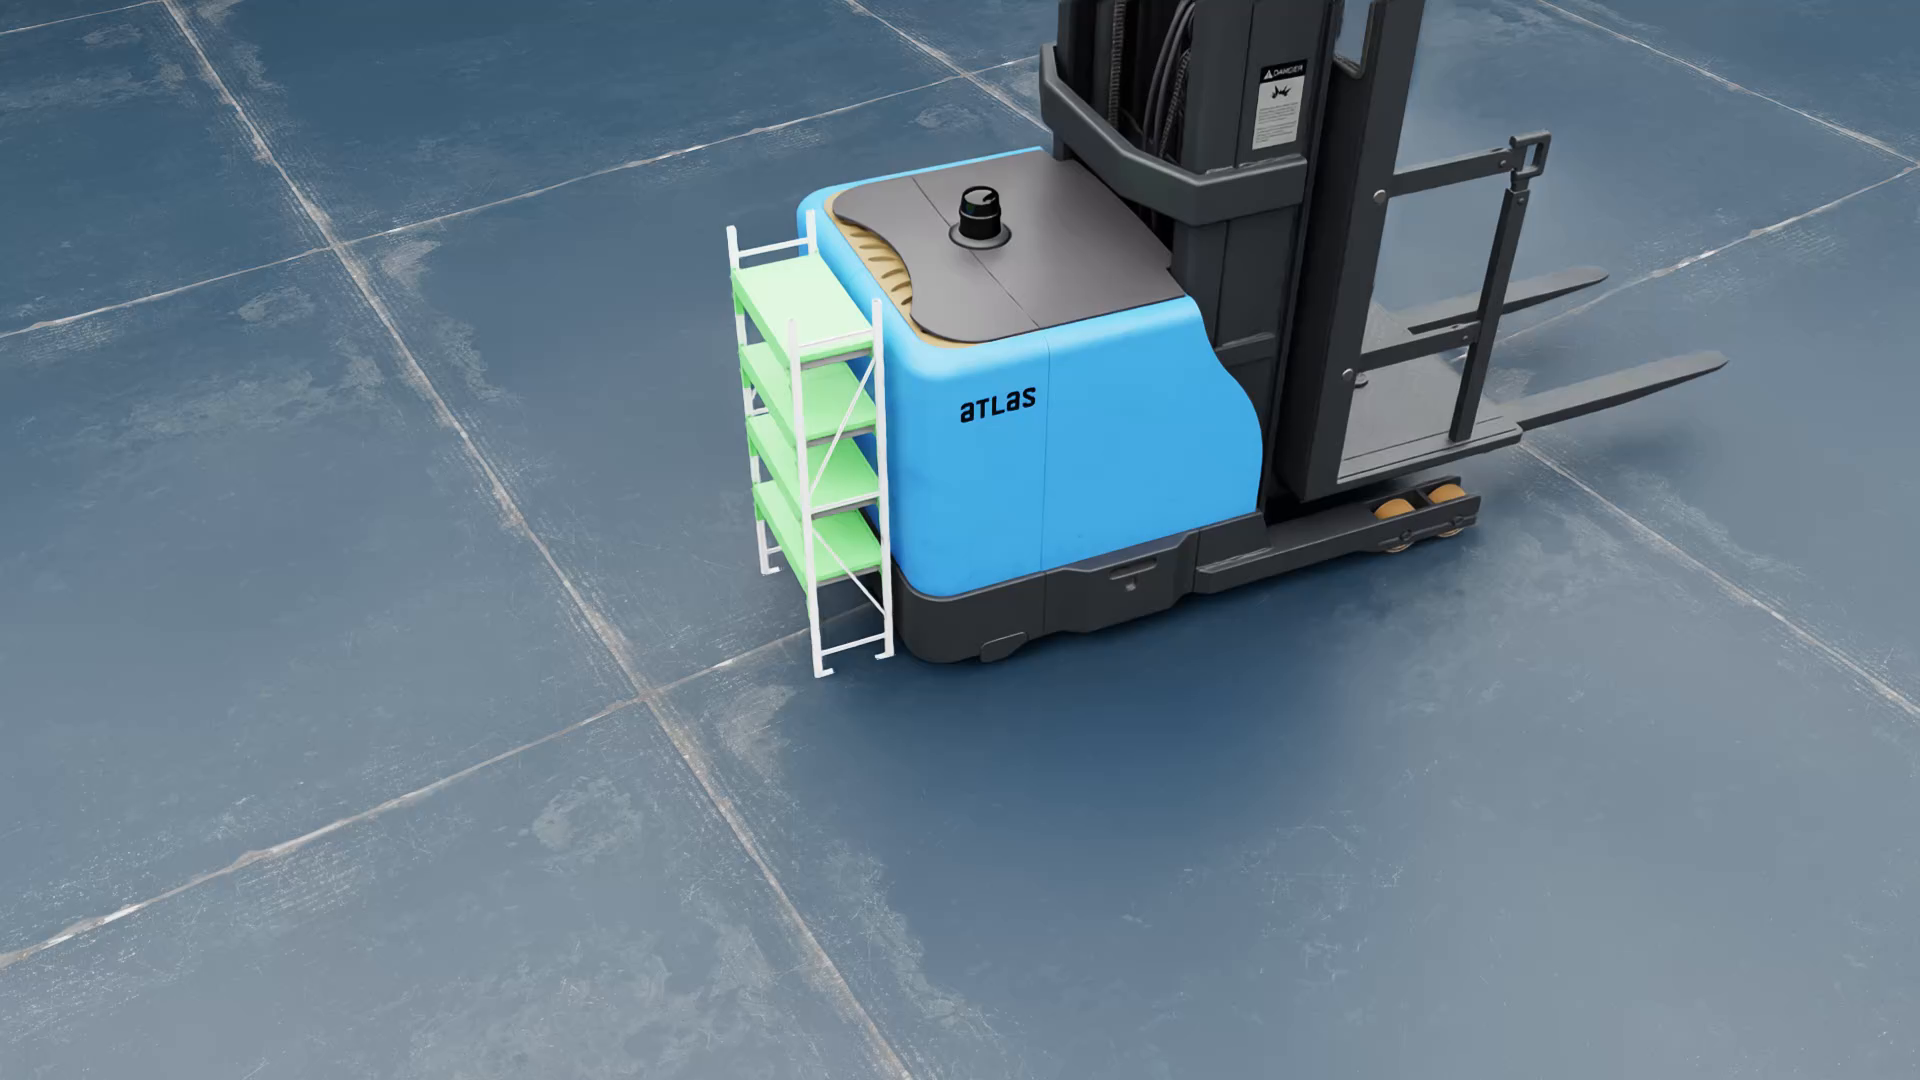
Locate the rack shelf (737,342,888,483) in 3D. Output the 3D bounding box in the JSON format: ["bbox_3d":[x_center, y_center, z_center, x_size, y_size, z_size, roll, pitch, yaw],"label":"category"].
[{"bbox_3d":[-0.402,-0.377,4.490,0.258,0.148,0.480,-15,42,-18],"label":"rack shelf"}]

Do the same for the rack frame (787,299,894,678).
[{"bbox_3d":[-0.306,-0.098,4.431,0.240,1.200,0.015,-15,42,-18],"label":"rack frame"}]

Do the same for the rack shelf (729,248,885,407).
[{"bbox_3d":[-0.402,-0.562,4.337,0.258,0.148,0.480,-15,42,-18],"label":"rack shelf"}]

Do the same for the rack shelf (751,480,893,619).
[{"bbox_3d":[-0.402,-0.008,4.798,0.258,0.148,0.480,-15,42,-18],"label":"rack shelf"}]

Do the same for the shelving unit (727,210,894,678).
[{"bbox_3d":[-0.402,-0.242,4.603,0.258,1.200,0.503,-15,42,-18],"label":"shelving unit"}]

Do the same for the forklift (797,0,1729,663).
[{"bbox_3d":[1.083,-1.385,4.622,3.031,2.935,1.130,-15,42,-17],"label":"forklift"}]

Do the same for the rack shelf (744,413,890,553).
[{"bbox_3d":[-0.402,-0.193,4.644,0.258,0.148,0.480,-15,42,-18],"label":"rack shelf"}]

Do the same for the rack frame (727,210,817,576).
[{"bbox_3d":[-0.499,-0.385,4.775,0.240,1.200,0.015,-15,42,-18],"label":"rack frame"}]
